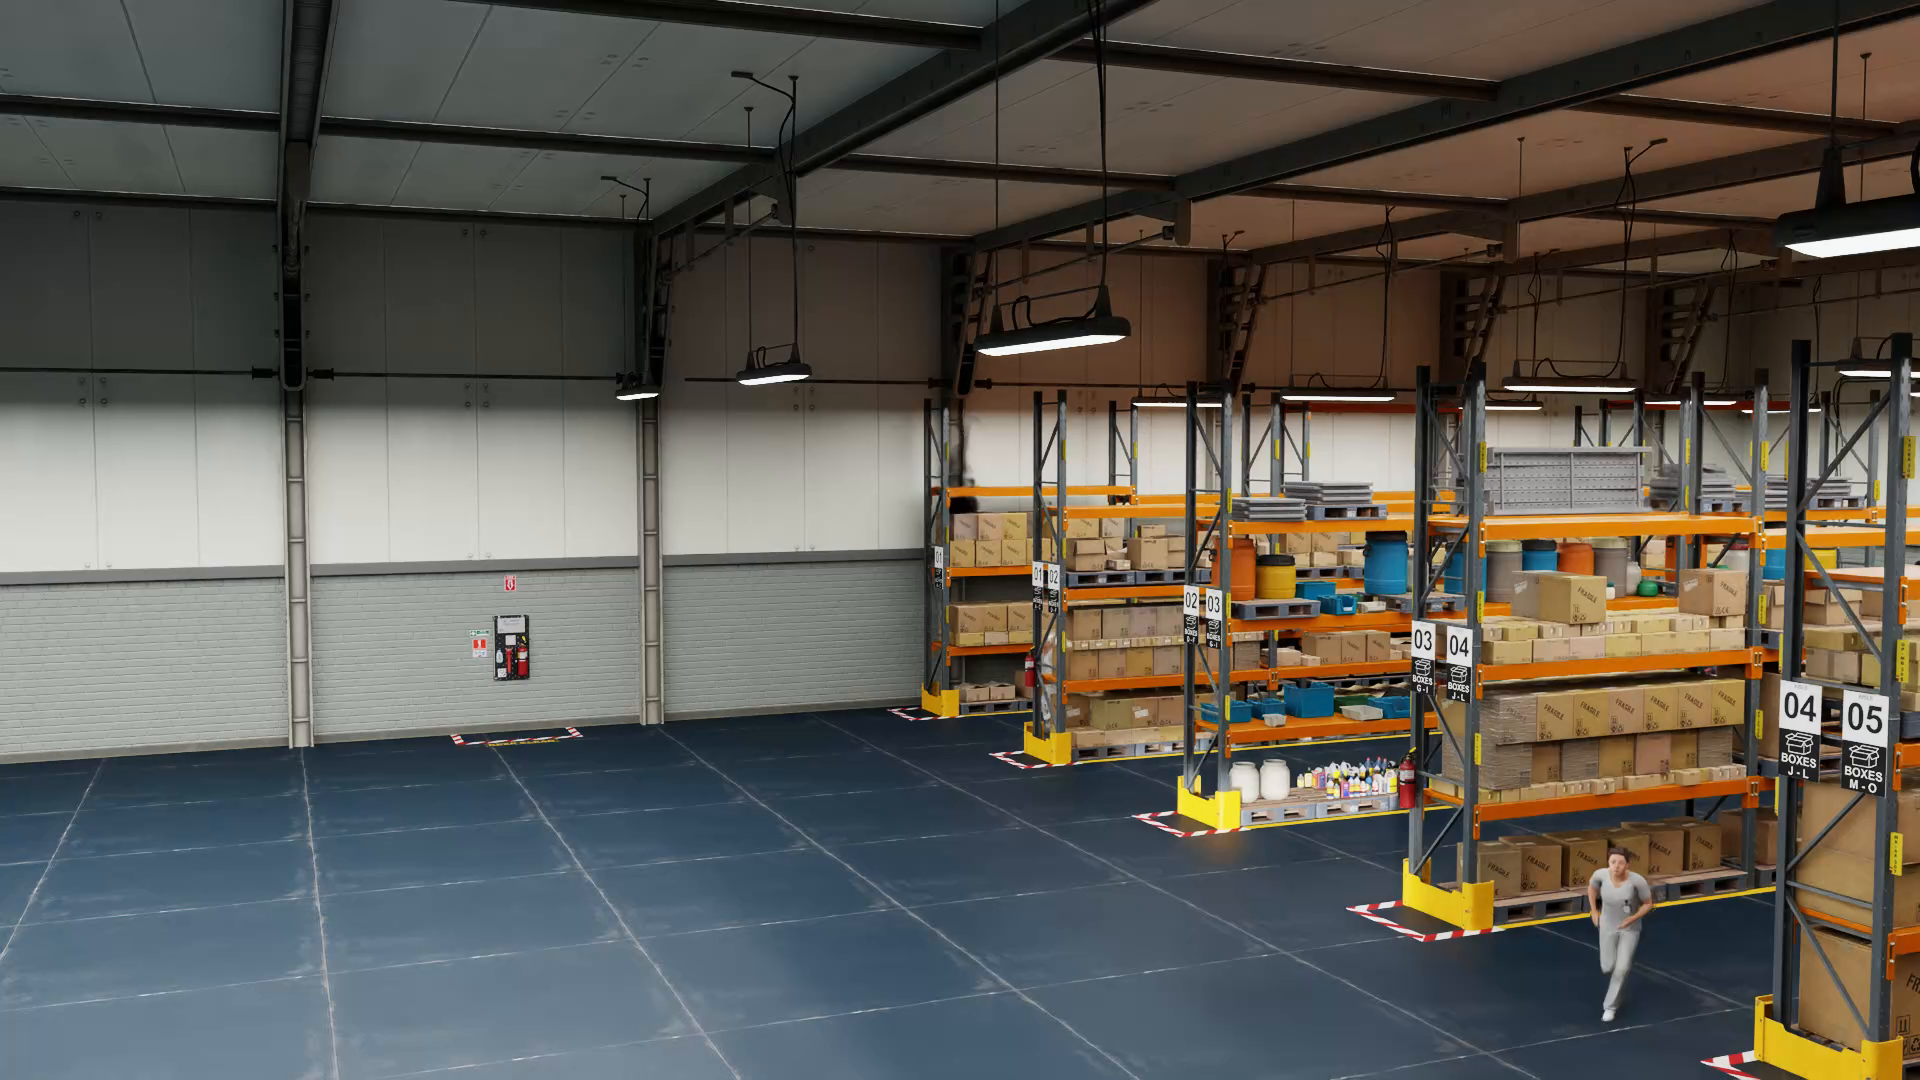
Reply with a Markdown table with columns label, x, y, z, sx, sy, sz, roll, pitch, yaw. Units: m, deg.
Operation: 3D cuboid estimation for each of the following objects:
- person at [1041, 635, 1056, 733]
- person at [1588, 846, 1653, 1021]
| label | x | y | z | sx | sy | sz | roll | pitch | yaw |
| --- | --- | --- | --- | --- | --- | --- | --- | --- | --- |
| person | 1.609 | 2.558 | 29.564 | 0.677 | 1.752 | 0.670 | -2 | 4 | -34 |
| person | 5.936 | 3.505 | 14.960 | 0.556 | 1.603 | 0.713 | 2 | 4 | 26 |
